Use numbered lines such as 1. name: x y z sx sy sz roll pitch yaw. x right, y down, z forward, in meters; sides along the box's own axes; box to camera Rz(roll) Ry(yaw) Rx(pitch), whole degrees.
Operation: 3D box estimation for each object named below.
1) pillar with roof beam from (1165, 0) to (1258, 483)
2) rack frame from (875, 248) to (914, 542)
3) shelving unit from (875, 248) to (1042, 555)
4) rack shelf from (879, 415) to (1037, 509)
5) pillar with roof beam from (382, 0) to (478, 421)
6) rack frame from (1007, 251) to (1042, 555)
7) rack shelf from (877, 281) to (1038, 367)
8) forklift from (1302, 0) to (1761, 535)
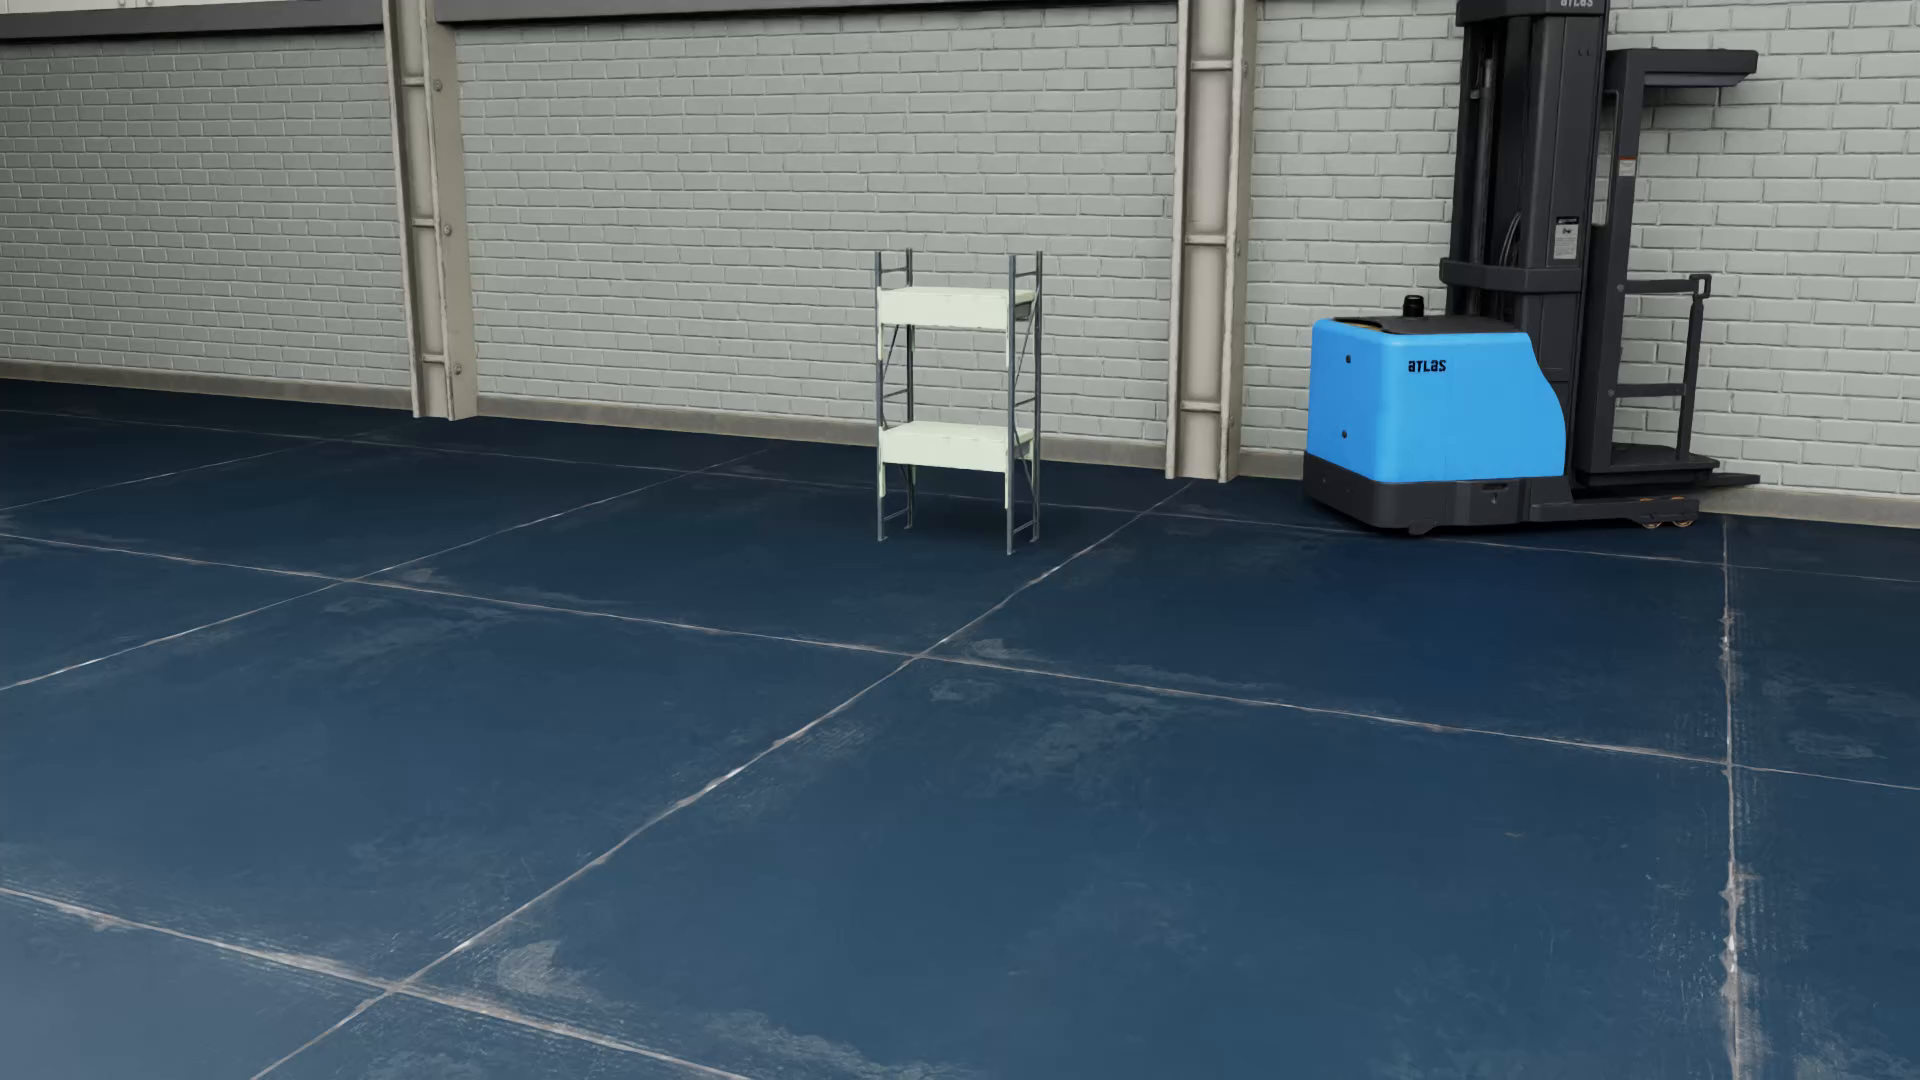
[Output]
1. pillar with roof beam: -0.219 -3.883 5.605 0.400 9.000 9.100 6 14 23
2. rack frame: -0.341 -0.765 8.730 0.023 1.500 0.400 6 14 23
3. shelving unit: -0.006 -0.731 8.586 0.755 1.500 0.431 6 14 23
4. rack shelf: -0.006 -0.413 8.661 0.720 0.370 0.431 6 14 23
5. pillar with roof beam: -5.705 -4.438 7.971 0.400 9.000 9.100 6 14 23
6. rack frame: 0.329 -0.697 8.442 0.023 1.500 0.400 6 14 23
7. rack shelf: -0.006 -1.111 8.497 0.720 0.370 0.431 6 14 23
8. forklift: 3.547 -1.603 9.172 3.031 2.935 1.130 -3 14 -12
